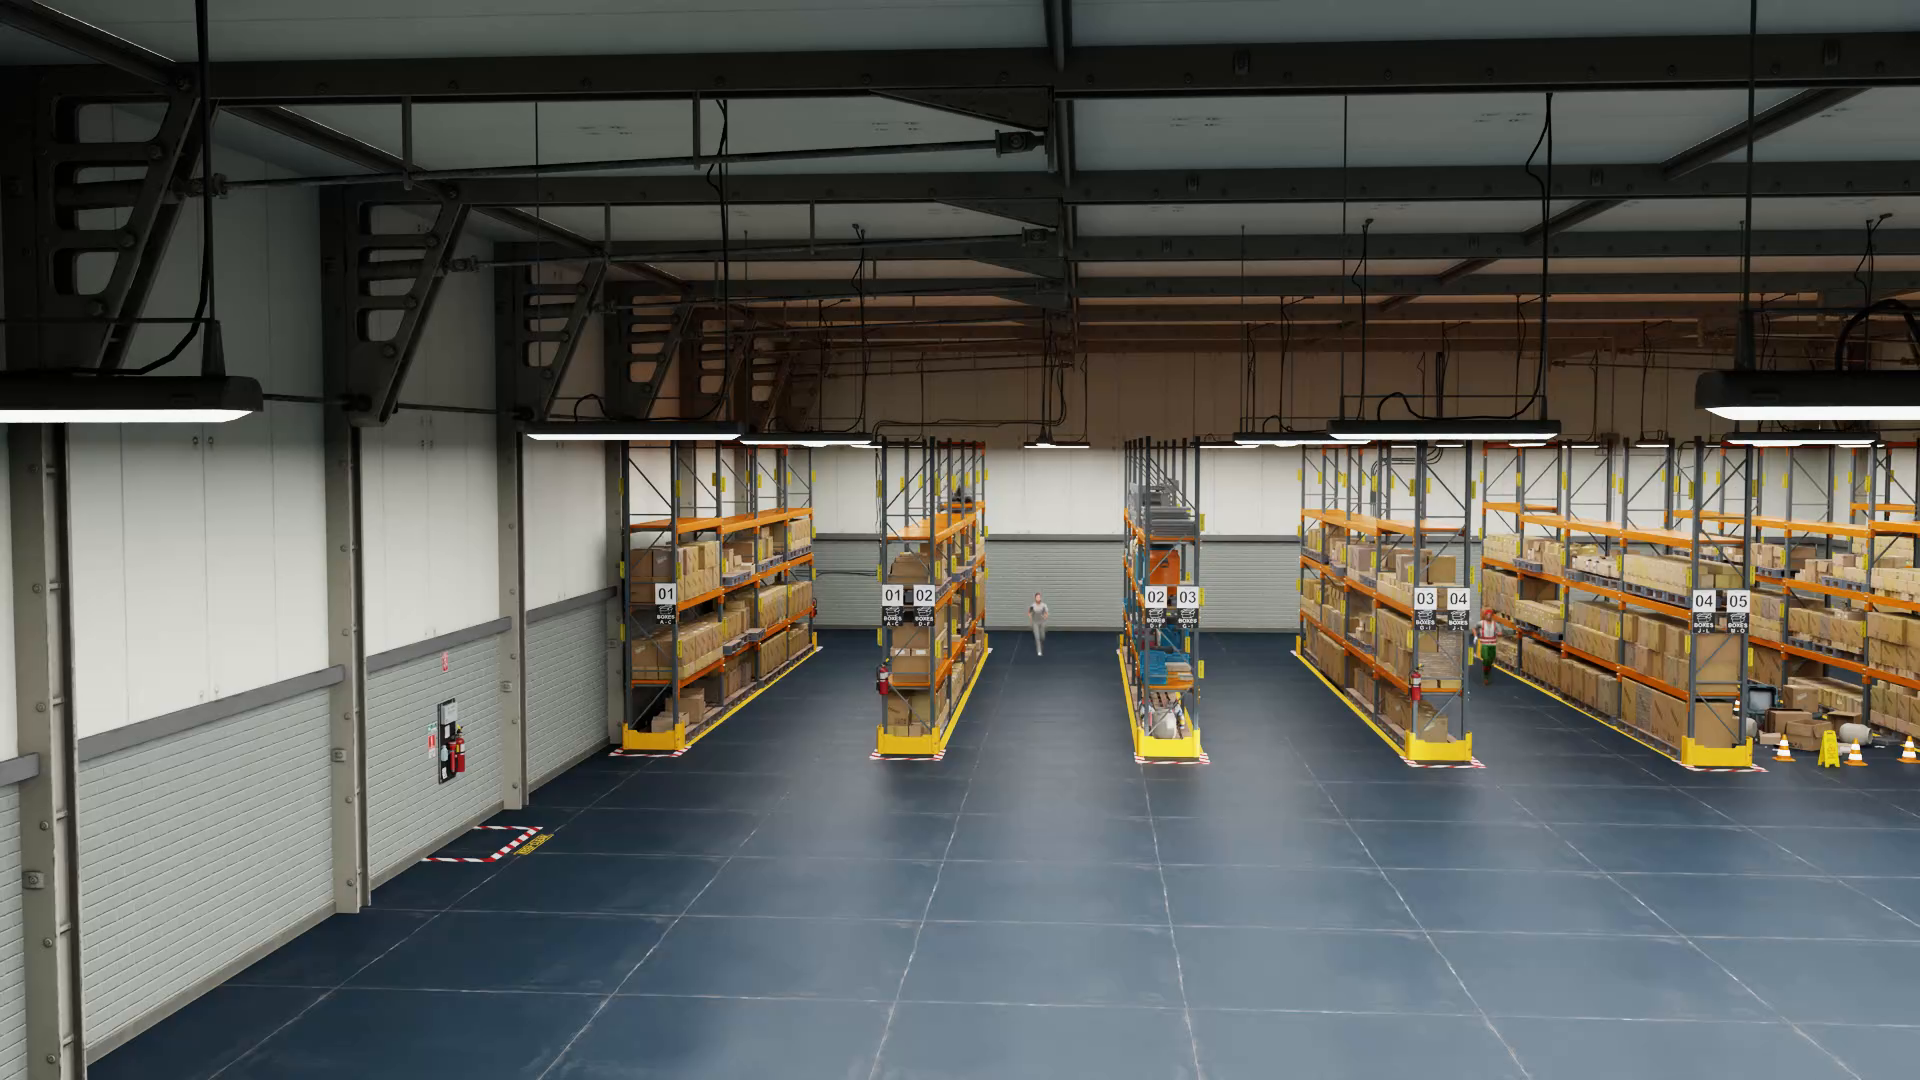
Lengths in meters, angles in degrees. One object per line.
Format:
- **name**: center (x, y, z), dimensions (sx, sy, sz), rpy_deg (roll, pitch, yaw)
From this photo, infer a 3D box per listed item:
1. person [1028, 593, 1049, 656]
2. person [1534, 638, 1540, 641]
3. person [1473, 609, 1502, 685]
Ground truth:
- **person**: center (2.083, 2.241, 44.293), dimensions (0.562, 1.643, 0.624), rpy_deg (0, 3, -1)
- **person**: center (16.334, 2.415, 46.663), dimensions (0.700, 1.724, 0.662), rpy_deg (-1, 3, -23)
- **person**: center (13.020, 2.618, 41.012), dimensions (0.655, 1.829, 0.840), rpy_deg (0, 3, 2)
